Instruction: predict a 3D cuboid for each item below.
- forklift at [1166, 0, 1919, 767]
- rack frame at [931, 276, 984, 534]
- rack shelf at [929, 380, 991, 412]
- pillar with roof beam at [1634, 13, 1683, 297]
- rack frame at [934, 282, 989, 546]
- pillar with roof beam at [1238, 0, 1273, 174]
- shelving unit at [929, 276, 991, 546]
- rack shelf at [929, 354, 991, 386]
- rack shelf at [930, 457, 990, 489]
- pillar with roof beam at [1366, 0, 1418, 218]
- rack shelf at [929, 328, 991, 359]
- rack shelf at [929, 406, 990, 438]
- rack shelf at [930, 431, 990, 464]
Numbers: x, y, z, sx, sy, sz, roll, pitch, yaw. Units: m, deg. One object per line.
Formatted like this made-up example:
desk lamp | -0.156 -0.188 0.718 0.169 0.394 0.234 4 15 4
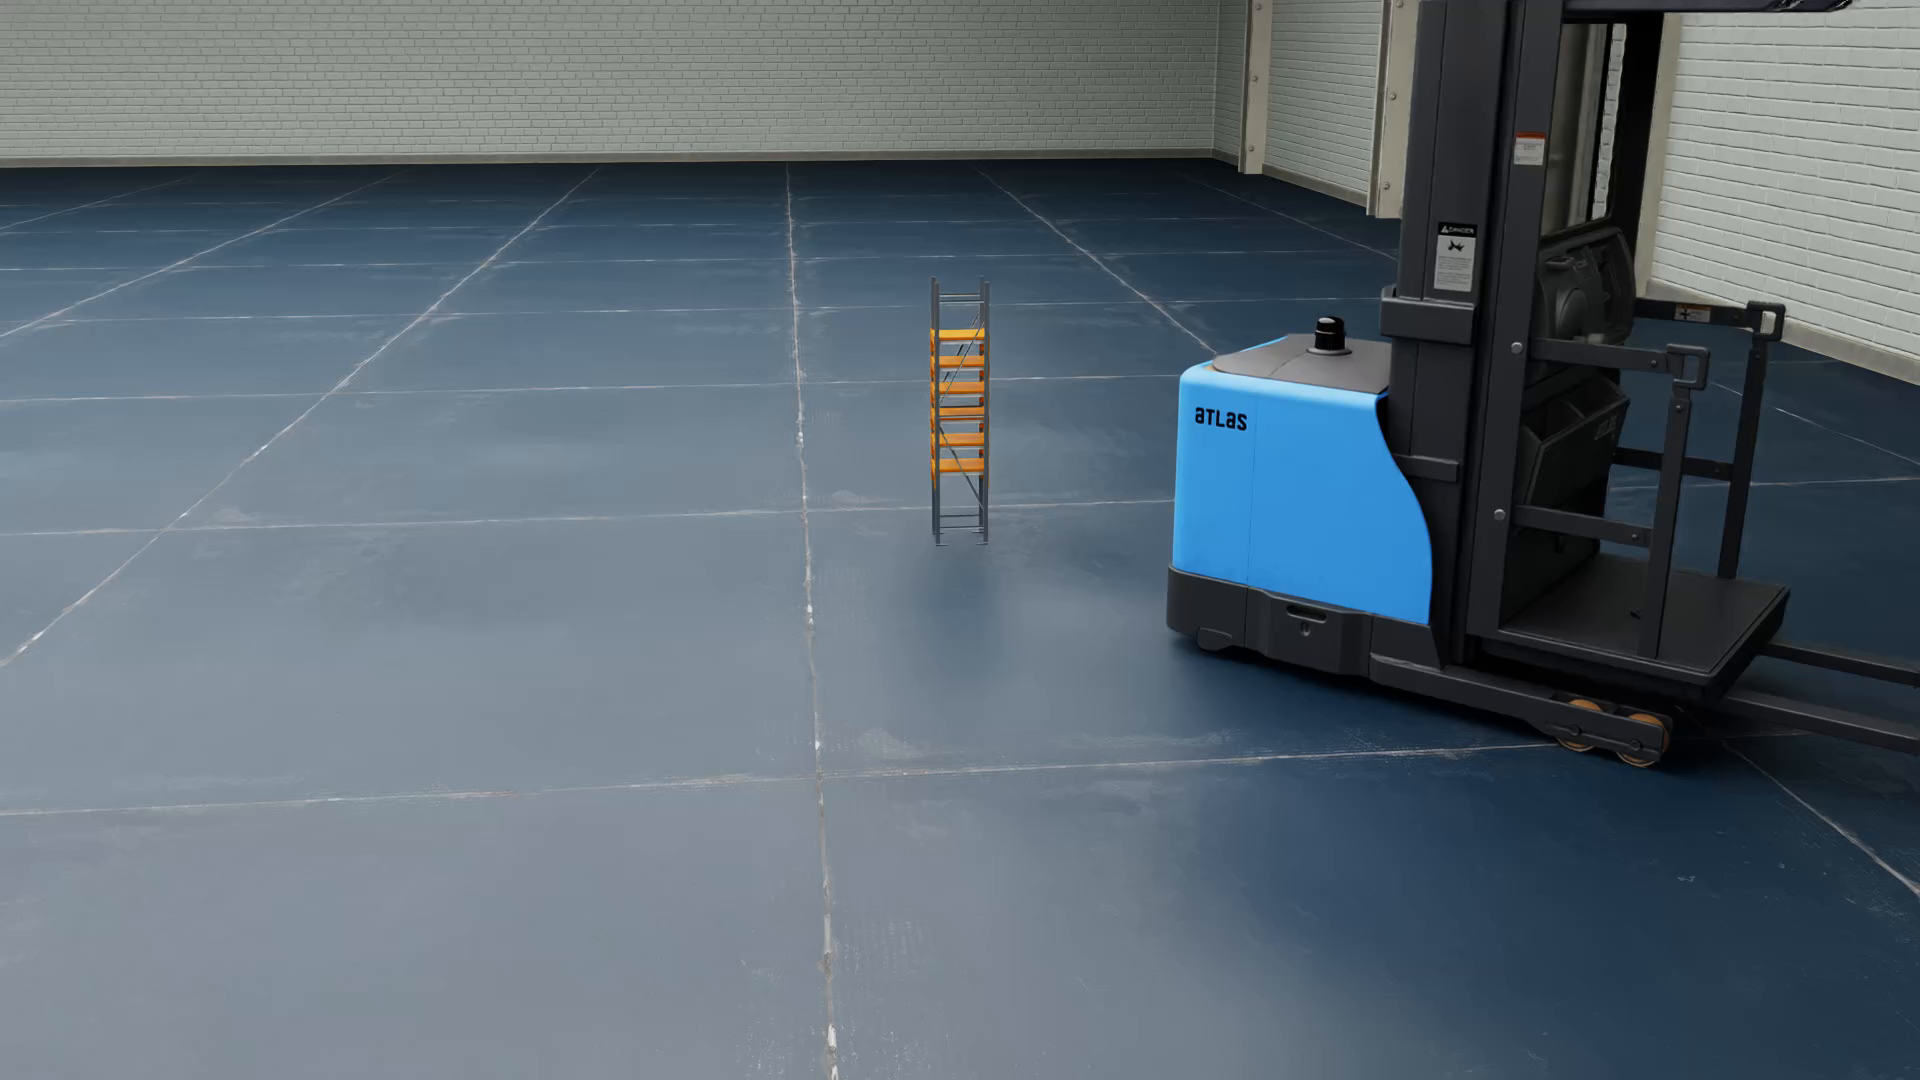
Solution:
forklift | 2.274 -0.849 5.487 3.031 2.935 1.130 13 22 35
rack frame | -0.011 -0.604 7.598 0.240 1.200 0.006 -2 18 -6
rack shelf | -0.001 -0.649 7.488 0.258 0.103 0.180 -2 18 -6
pillar with roof beam | 1.489 -6.310 12.751 9.100 9.000 0.400 -2 18 -6
rack frame | 0.008 -0.550 7.424 0.240 1.200 0.006 -2 18 -6
pillar with roof beam | 0.252 -9.885 24.139 9.100 9.000 0.400 -2 18 -6
shelving unit | -0.001 -0.577 7.511 0.258 1.200 0.189 -2 18 -6
rack shelf | -0.002 -0.763 7.453 0.258 0.103 0.180 -2 18 -6
rack shelf | -0.001 -0.305 7.596 0.258 0.103 0.180 -2 18 -6
pillar with roof beam | 0.870 -8.097 18.445 9.100 9.000 0.400 -2 18 -6
rack shelf | -0.002 -0.878 7.417 0.258 0.103 0.180 -2 18 -6
rack shelf | -0.001 -0.534 7.524 0.258 0.103 0.180 -2 18 -6
rack shelf | -0.001 -0.420 7.560 0.258 0.103 0.180 -2 18 -6
